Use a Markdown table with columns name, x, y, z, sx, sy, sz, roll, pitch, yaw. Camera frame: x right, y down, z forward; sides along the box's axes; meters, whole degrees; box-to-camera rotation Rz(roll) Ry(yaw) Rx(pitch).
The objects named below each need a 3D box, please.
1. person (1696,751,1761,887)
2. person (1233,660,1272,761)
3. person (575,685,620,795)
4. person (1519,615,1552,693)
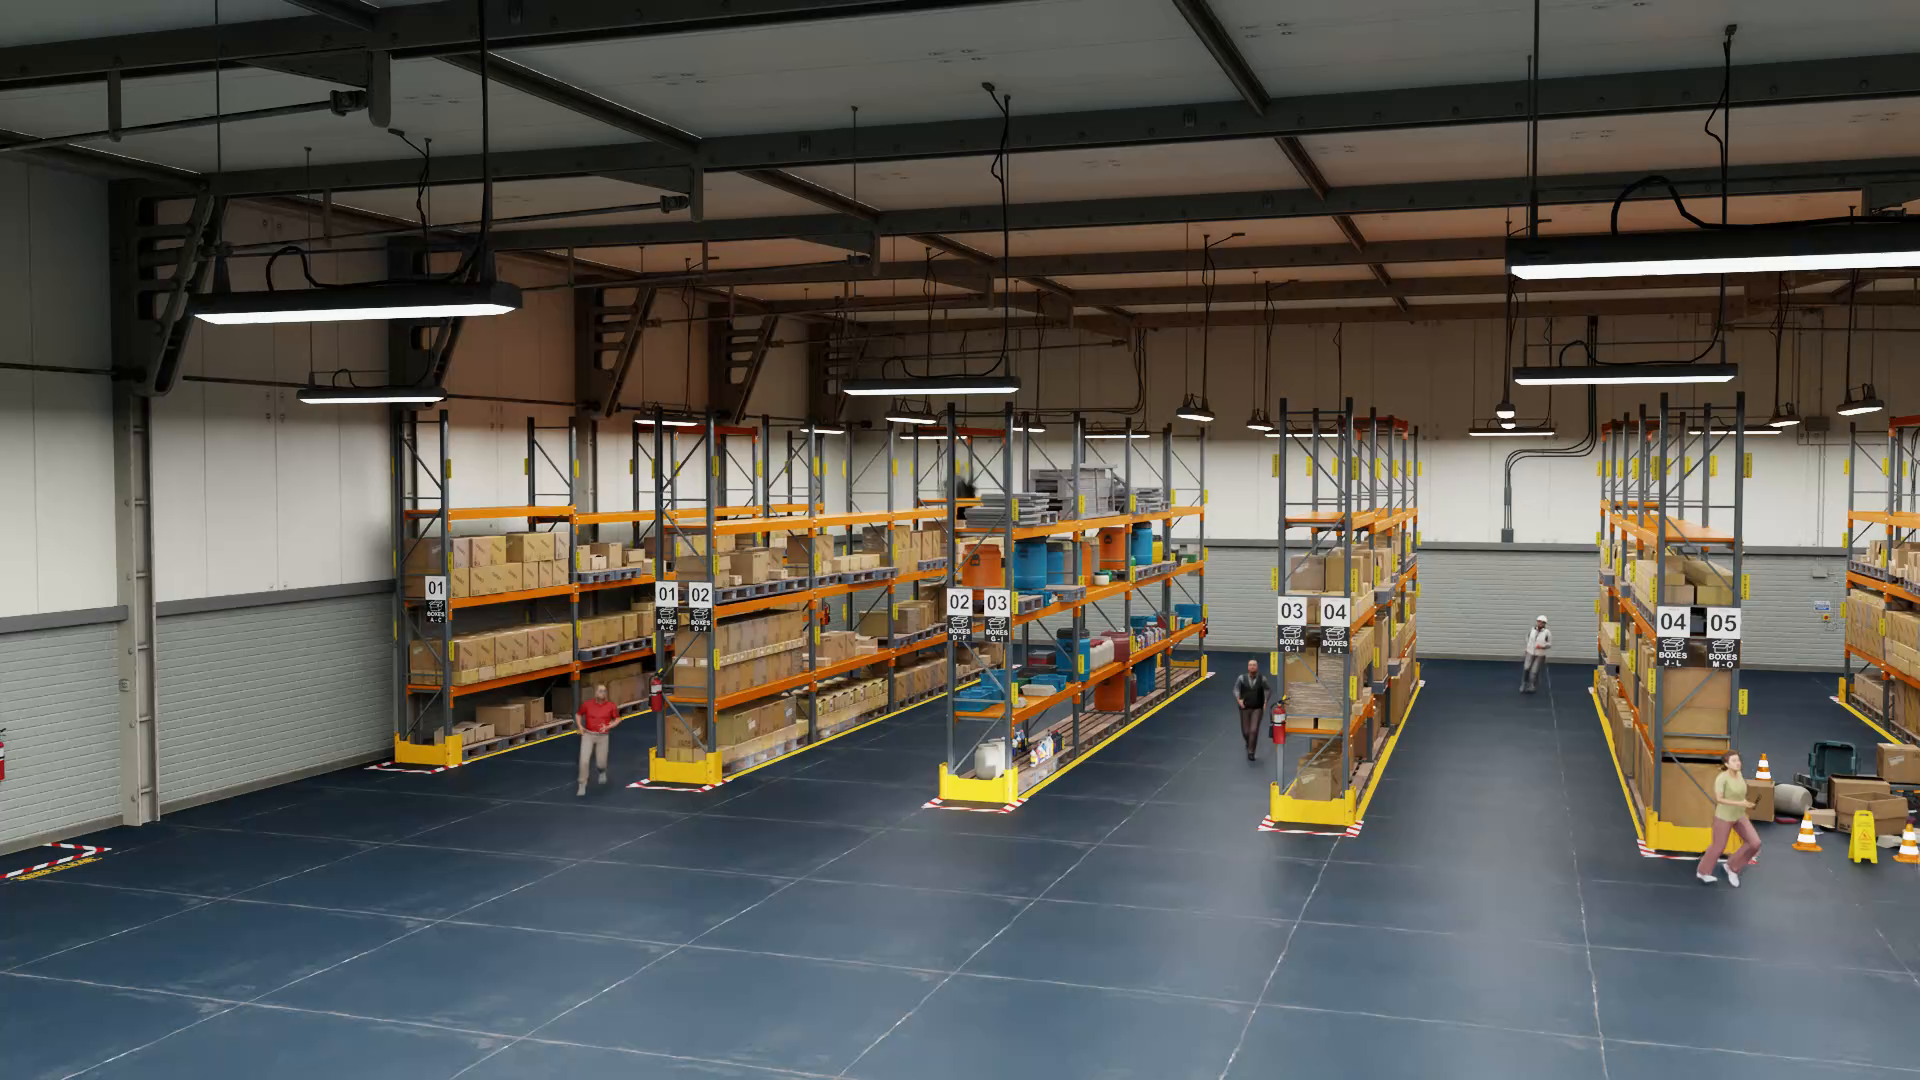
| name | x | y | z | sx | sy | sz | roll | pitch | yaw |
| --- | --- | --- | --- | --- | --- | --- | --- | --- | --- |
| person | 9.174 | 3.308 | 19.800 | 0.587 | 1.622 | 0.804 | -1 | 3 | -20 |
| person | 5.060 | 2.927 | 28.804 | 0.667 | 1.705 | 0.760 | 1 | 3 | 15 |
| person | -5.638 | 3.085 | 25.840 | 0.677 | 1.668 | 0.703 | 0 | 2 | -11 |
| person | 12.862 | 2.552 | 37.103 | 0.698 | 1.762 | 0.685 | 2 | 3 | 33 |
